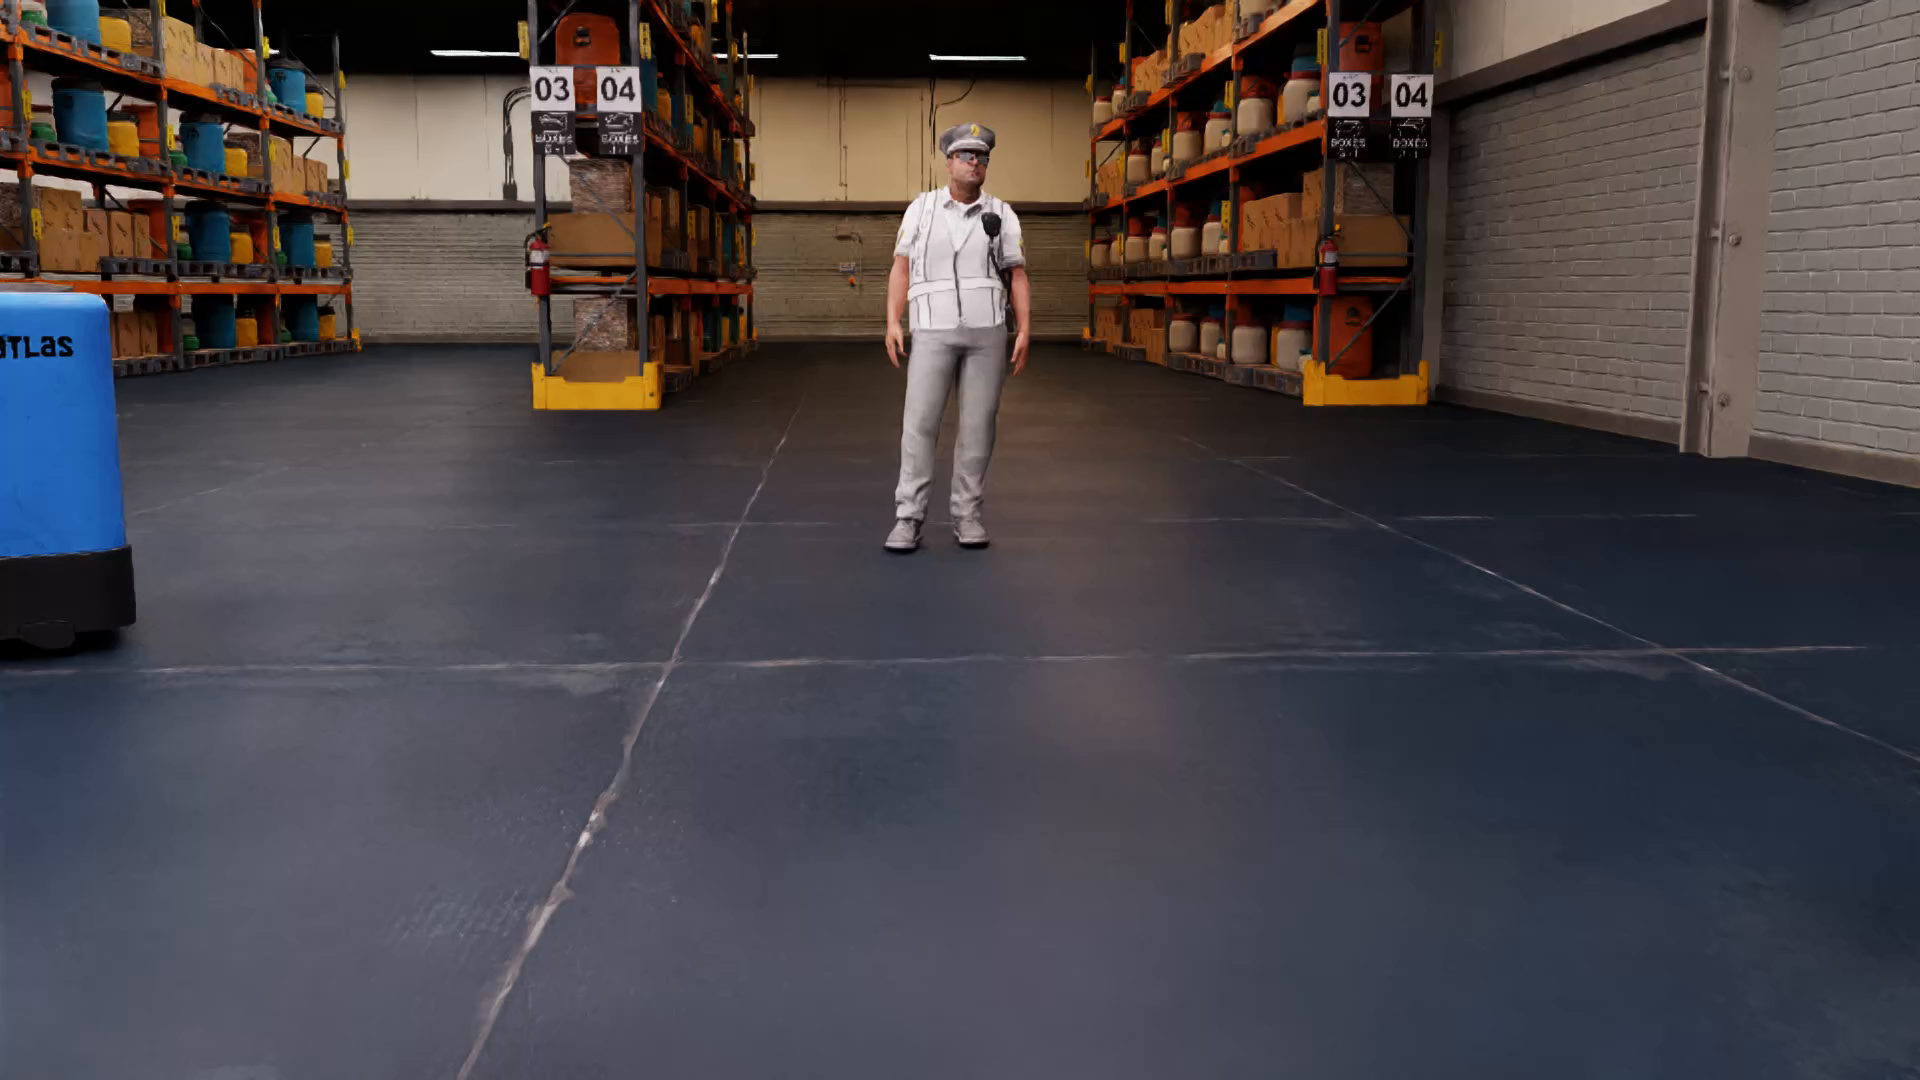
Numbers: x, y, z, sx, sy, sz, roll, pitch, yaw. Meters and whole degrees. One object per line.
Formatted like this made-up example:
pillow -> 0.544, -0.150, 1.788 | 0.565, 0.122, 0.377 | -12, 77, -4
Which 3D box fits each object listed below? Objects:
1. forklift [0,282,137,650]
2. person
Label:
forklift -> -4.028, -1.052, 4.415 | 3.031, 2.935, 1.130 | -6, 10, -35
person -> -0.007, -0.878, 7.100 | 0.640, 1.781, 0.574 | -1, 8, -4
